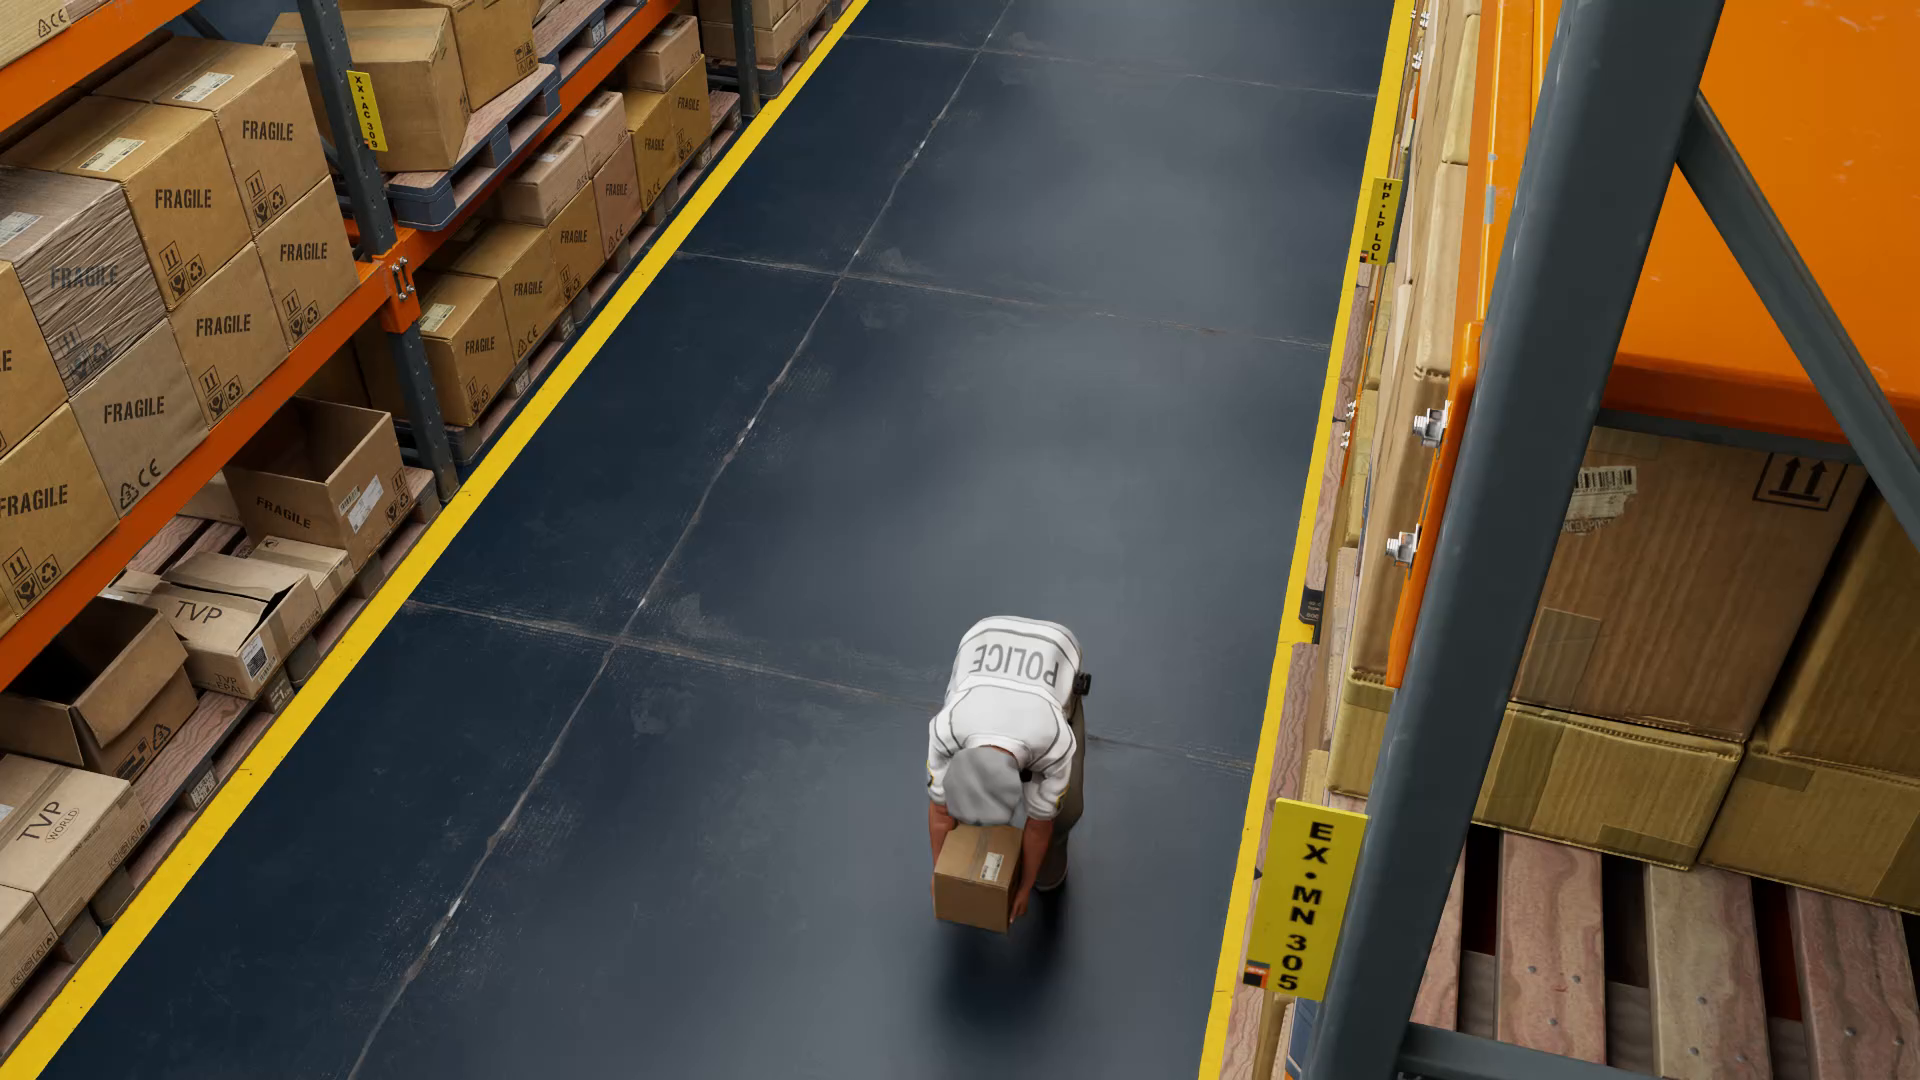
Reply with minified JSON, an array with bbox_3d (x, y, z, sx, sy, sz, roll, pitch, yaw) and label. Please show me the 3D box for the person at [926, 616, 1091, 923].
[{"bbox_3d":[0.155,0.842,5.639,0.519,1.151,1.030,8,41,9],"label":"person"}]
